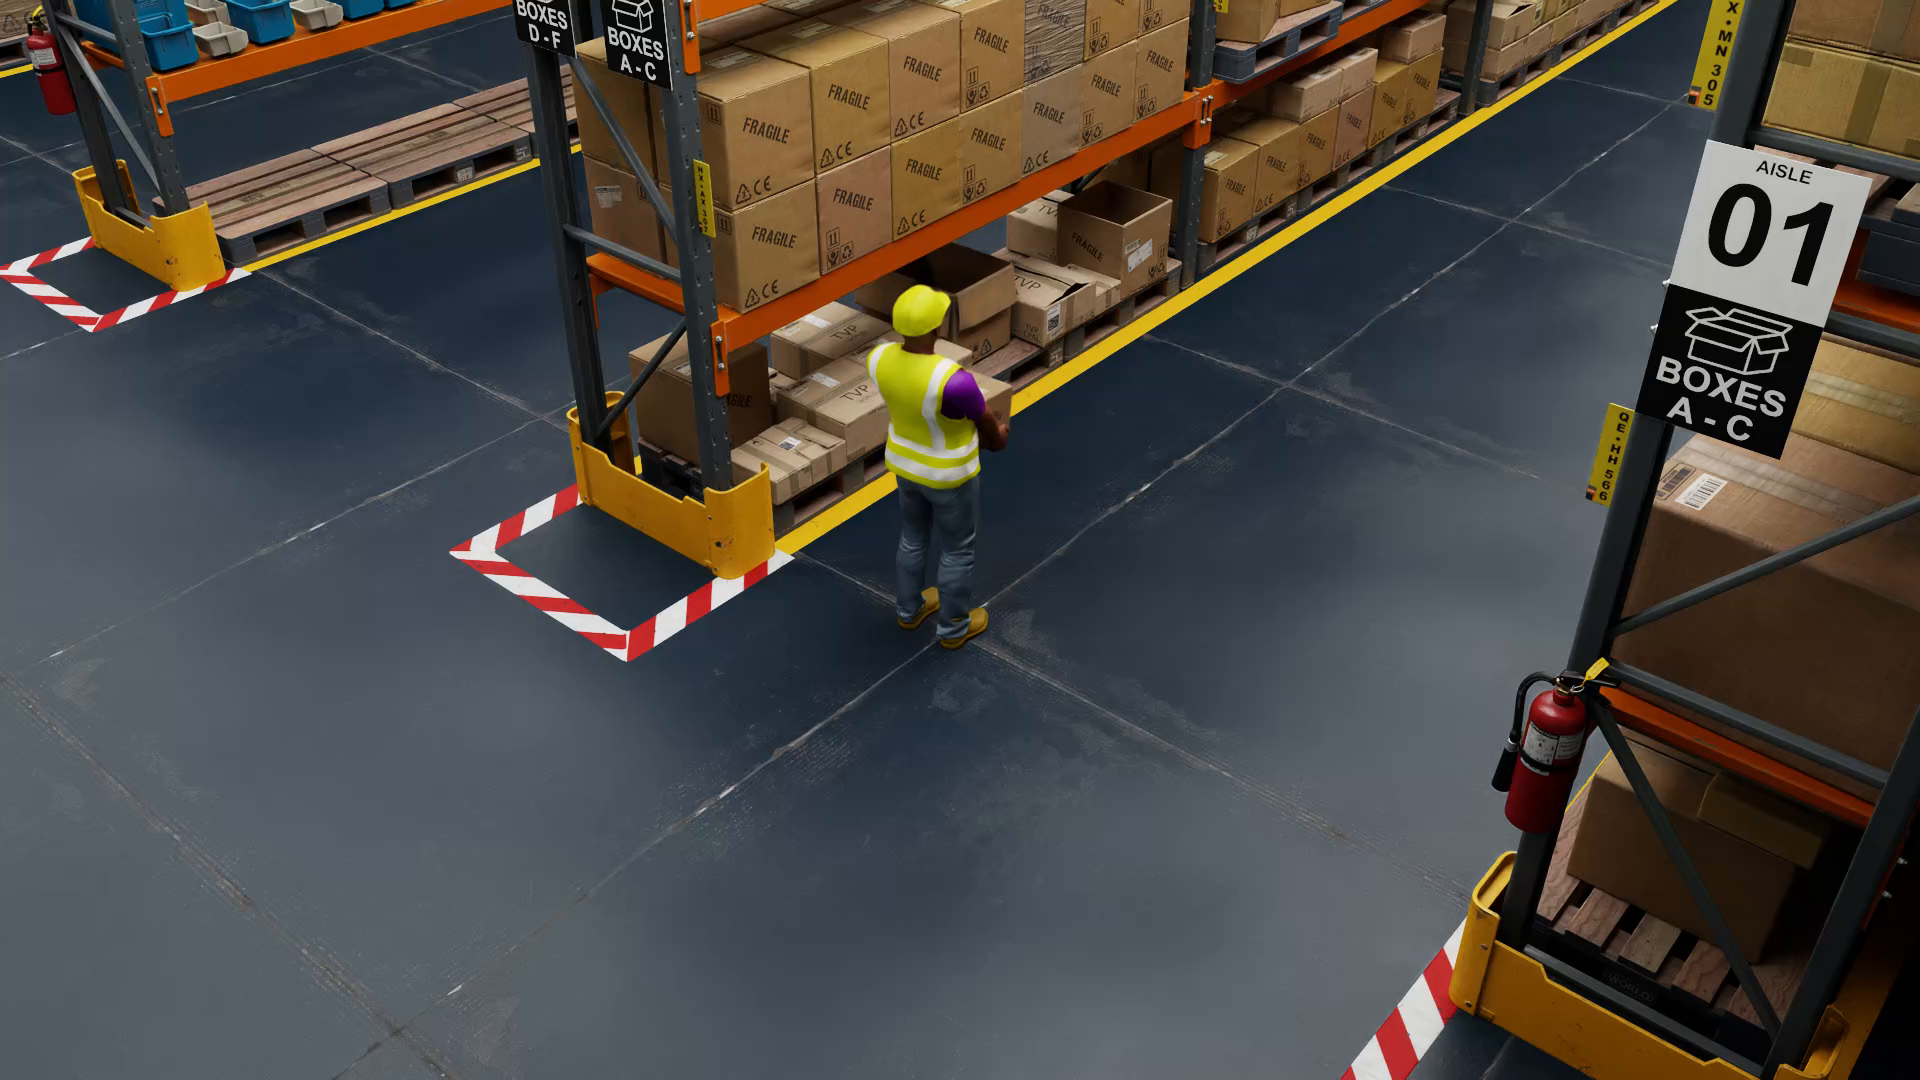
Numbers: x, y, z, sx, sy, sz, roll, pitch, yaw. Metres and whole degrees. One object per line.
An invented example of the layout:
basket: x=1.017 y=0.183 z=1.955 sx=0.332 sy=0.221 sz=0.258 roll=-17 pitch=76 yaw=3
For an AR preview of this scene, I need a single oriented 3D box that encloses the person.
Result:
person: x=-0.070 y=-0.362 z=7.302 sx=0.501 sy=1.760 sz=0.577 roll=23 pitch=41 yaw=29
